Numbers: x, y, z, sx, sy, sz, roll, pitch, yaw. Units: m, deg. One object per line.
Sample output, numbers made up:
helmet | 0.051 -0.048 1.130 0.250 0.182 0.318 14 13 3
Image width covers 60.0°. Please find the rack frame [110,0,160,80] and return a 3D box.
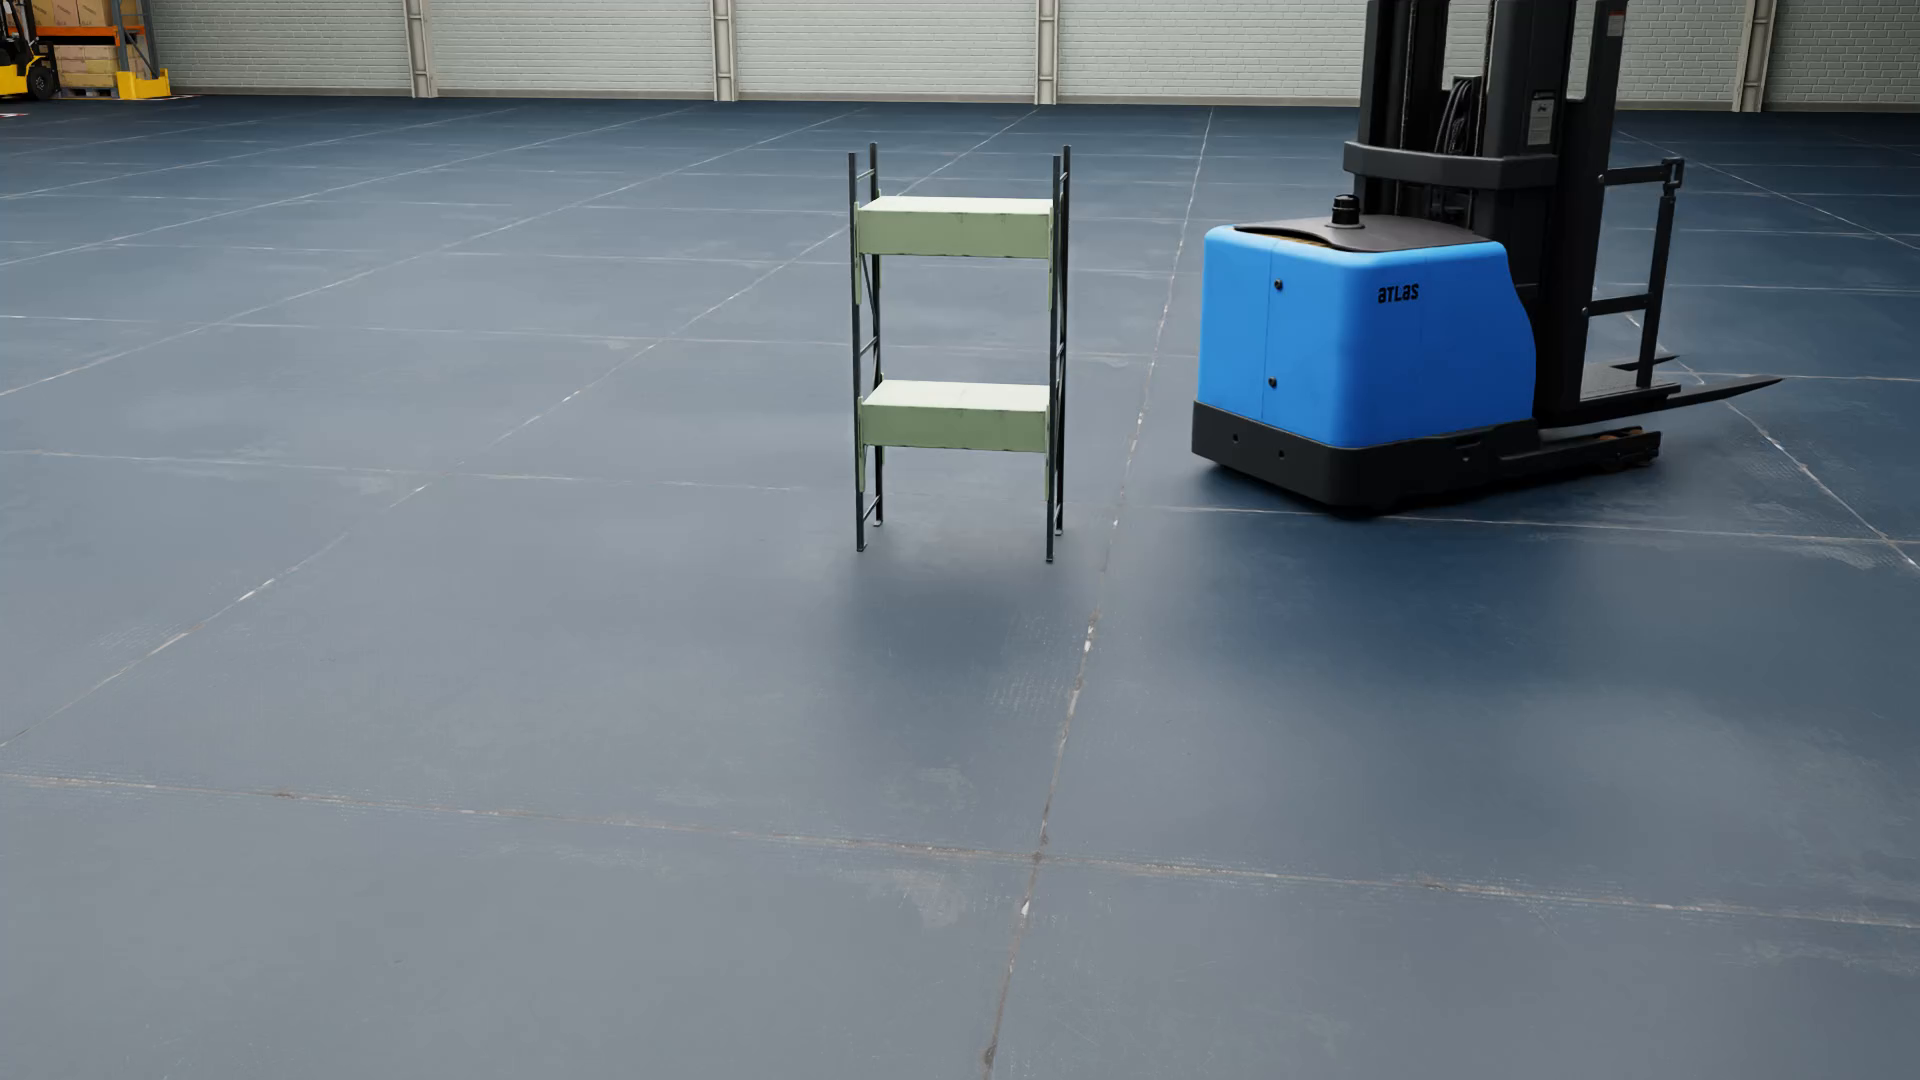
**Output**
rack frame | -15.664 -9.928 31.466 0.127 3.000 1.000 3 19 9

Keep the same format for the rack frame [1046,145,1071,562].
rack frame | 0.368 -0.692 6.227 0.023 1.500 0.400 3 19 9

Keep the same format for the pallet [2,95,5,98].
pallet | -18.834 -8.754 32.351 1.213 0.211 1.003 3 19 9

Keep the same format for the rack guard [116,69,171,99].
rack guard | -15.640 -8.742 31.859 0.348 0.500 1.175 3 19 9

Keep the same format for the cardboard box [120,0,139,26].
cardboard box | -16.109 -10.088 31.785 0.500 0.500 0.500 4 19 10

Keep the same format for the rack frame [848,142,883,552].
rack frame | -0.355 -0.729 6.337 0.023 1.500 0.400 3 19 9

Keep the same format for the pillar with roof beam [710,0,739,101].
pillar with roof beam | -5.043 -11.138 25.627 0.400 9.000 9.100 3 19 9

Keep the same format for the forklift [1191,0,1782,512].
forklift | 2.577 -1.827 7.362 3.031 2.935 1.130 -10 21 -28

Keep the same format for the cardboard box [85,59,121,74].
cardboard box | -16.194 -8.987 31.537 0.500 0.250 0.500 3 19 8

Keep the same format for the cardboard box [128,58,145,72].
cardboard box | -16.095 -9.149 32.022 0.500 0.250 0.500 3 19 10

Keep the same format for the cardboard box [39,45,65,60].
cardboard box | -17.173 -9.269 31.592 0.500 0.250 0.500 3 19 9

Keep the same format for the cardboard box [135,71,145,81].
cardboard box | -16.117 -8.909 32.093 0.500 0.250 0.500 3 19 9

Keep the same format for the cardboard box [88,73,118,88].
cardboard box | -16.178 -8.748 31.611 0.500 0.250 0.500 3 19 9

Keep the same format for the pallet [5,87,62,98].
pallet | -17.626 -8.693 32.170 1.213 0.211 1.003 3 19 9

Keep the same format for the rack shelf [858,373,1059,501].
rack shelf | 0.007 -0.402 6.386 0.720 0.370 0.431 3 19 9

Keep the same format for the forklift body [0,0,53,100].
forklift body | -17.825 -9.050 30.178 1.214 2.155 2.313 3 19 9

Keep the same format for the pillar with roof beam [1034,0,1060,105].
pillar with roof beam | 0.881 -10.836 24.725 0.400 9.000 9.100 3 19 9

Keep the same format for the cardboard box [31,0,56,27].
cardboard box | -17.208 -9.973 31.442 0.500 0.500 0.500 3 19 8

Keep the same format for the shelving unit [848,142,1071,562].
shelving unit | 0.007 -0.711 6.282 0.755 1.500 0.431 3 19 9

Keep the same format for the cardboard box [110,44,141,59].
cardboard box | -16.108 -9.381 31.927 0.500 0.250 0.500 3 19 8

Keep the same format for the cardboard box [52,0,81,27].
cardboard box | -16.702 -9.947 31.365 0.500 0.500 0.500 4 19 10

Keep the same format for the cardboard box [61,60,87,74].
cardboard box | -16.687 -9.016 31.623 0.500 0.250 0.500 3 19 8

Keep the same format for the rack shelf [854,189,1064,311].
rack shelf | 0.007 -1.081 6.159 0.720 0.370 0.431 3 19 9

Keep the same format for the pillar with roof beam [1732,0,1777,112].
pillar with roof beam | 12.729 -10.232 22.920 0.400 9.000 9.100 3 19 9

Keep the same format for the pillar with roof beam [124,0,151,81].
pillar with roof beam | -16.891 -11.742 27.432 0.400 9.000 9.100 3 19 9

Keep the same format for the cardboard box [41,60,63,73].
cardboard box | -17.200 -9.035 31.681 0.500 0.250 0.500 2 19 7

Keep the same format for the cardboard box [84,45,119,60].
cardboard box | -16.168 -9.223 31.454 0.500 0.250 0.500 4 19 10

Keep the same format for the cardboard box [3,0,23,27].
cardboard box | -17.706 -9.995 31.507 0.500 0.500 0.500 3 19 9

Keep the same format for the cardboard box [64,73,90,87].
cardboard box | -16.667 -8.776 31.694 0.500 0.250 0.500 3 19 9

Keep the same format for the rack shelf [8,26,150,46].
rack shelf | -17.638 -9.688 31.881 4.000 0.370 1.077 3 19 9

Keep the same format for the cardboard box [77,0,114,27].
cardboard box | -16.191 -9.918 31.278 0.500 0.500 0.500 3 19 7

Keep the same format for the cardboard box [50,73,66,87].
cardboard box | -17.160 -8.804 31.778 0.500 0.250 0.500 3 19 9

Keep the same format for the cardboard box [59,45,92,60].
cardboard box | -16.673 -9.247 31.526 0.500 0.250 0.500 3 19 10

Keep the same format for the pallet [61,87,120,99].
pallet | -16.425 -8.631 31.984 1.213 0.211 1.003 3 19 9

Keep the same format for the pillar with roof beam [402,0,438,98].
pillar with roof beam | -10.967 -11.440 26.530 0.400 9.000 9.100 3 19 9
